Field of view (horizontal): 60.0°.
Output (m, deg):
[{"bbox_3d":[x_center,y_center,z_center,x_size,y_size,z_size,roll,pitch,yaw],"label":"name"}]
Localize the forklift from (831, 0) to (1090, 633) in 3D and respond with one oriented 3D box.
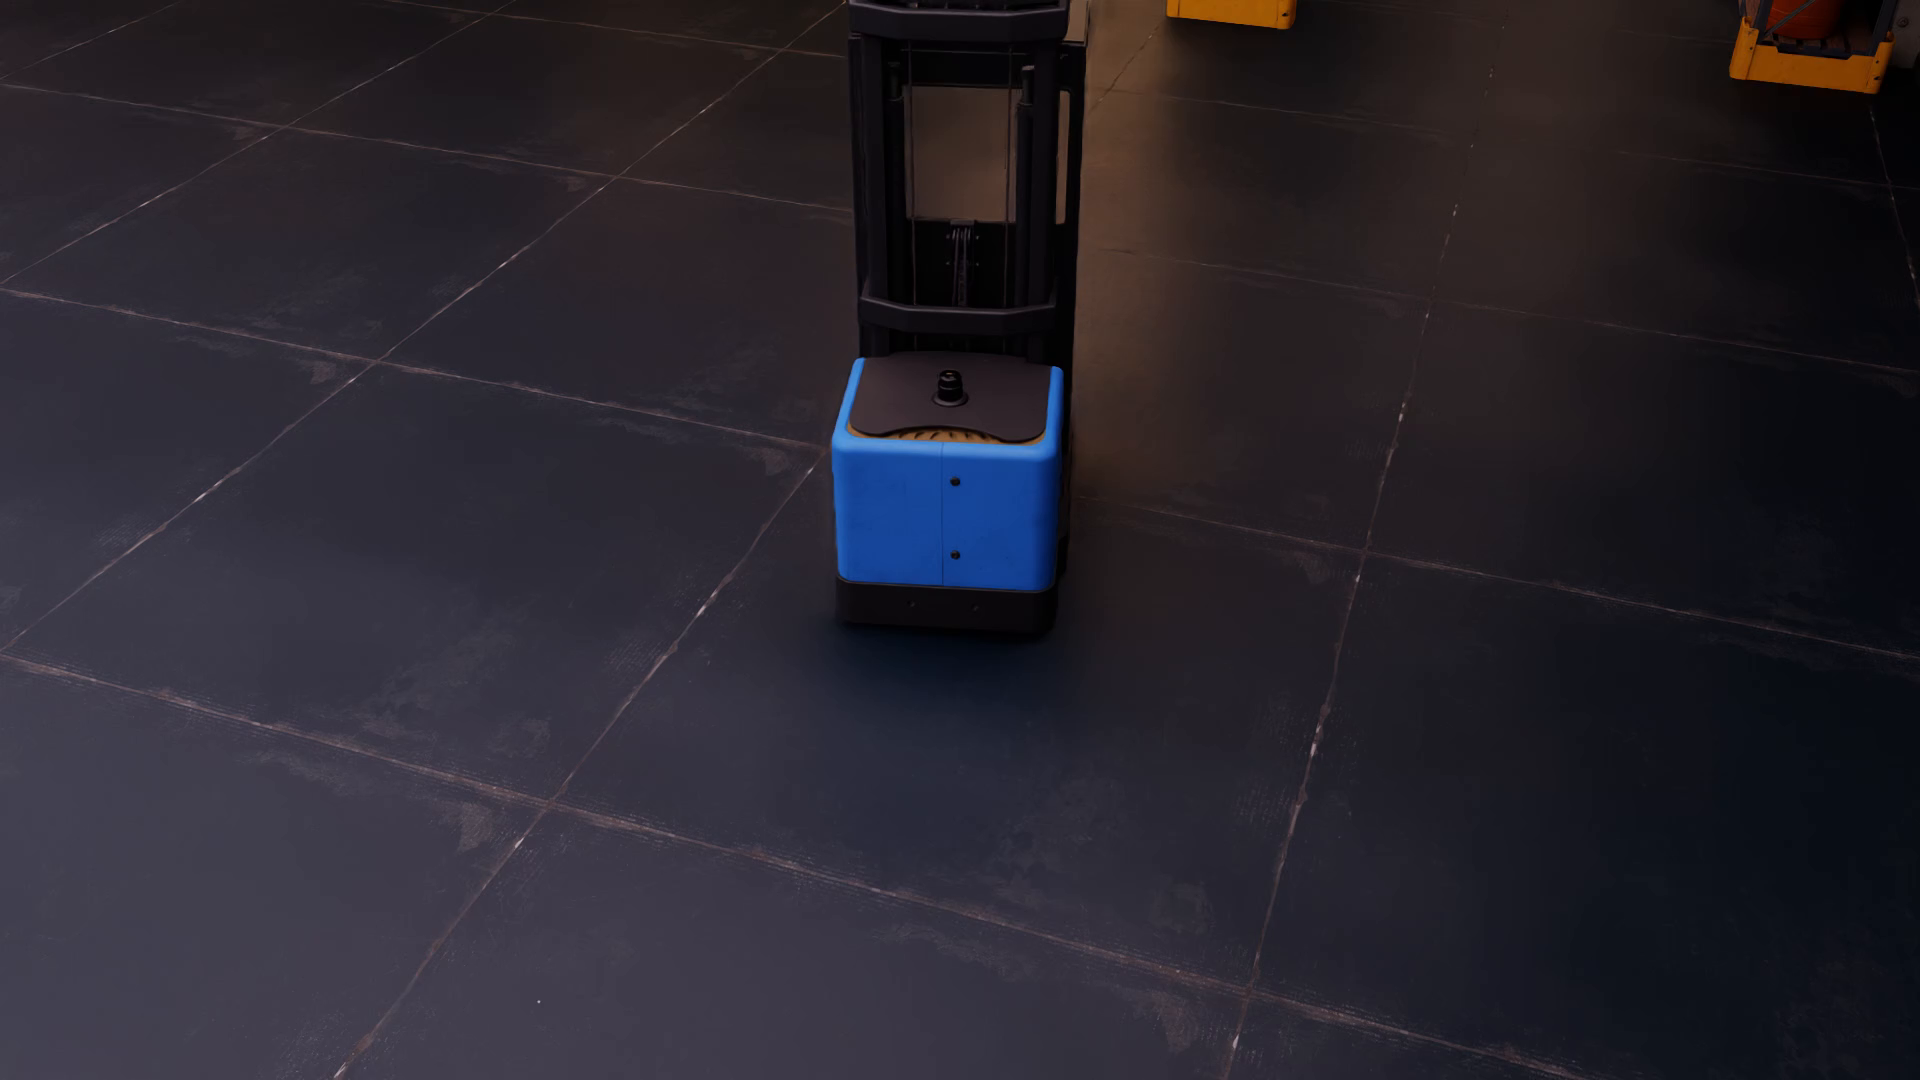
[{"bbox_3d":[0.054,-1.590,8.353,1.130,2.935,3.031,3,35,4],"label":"forklift"}]
